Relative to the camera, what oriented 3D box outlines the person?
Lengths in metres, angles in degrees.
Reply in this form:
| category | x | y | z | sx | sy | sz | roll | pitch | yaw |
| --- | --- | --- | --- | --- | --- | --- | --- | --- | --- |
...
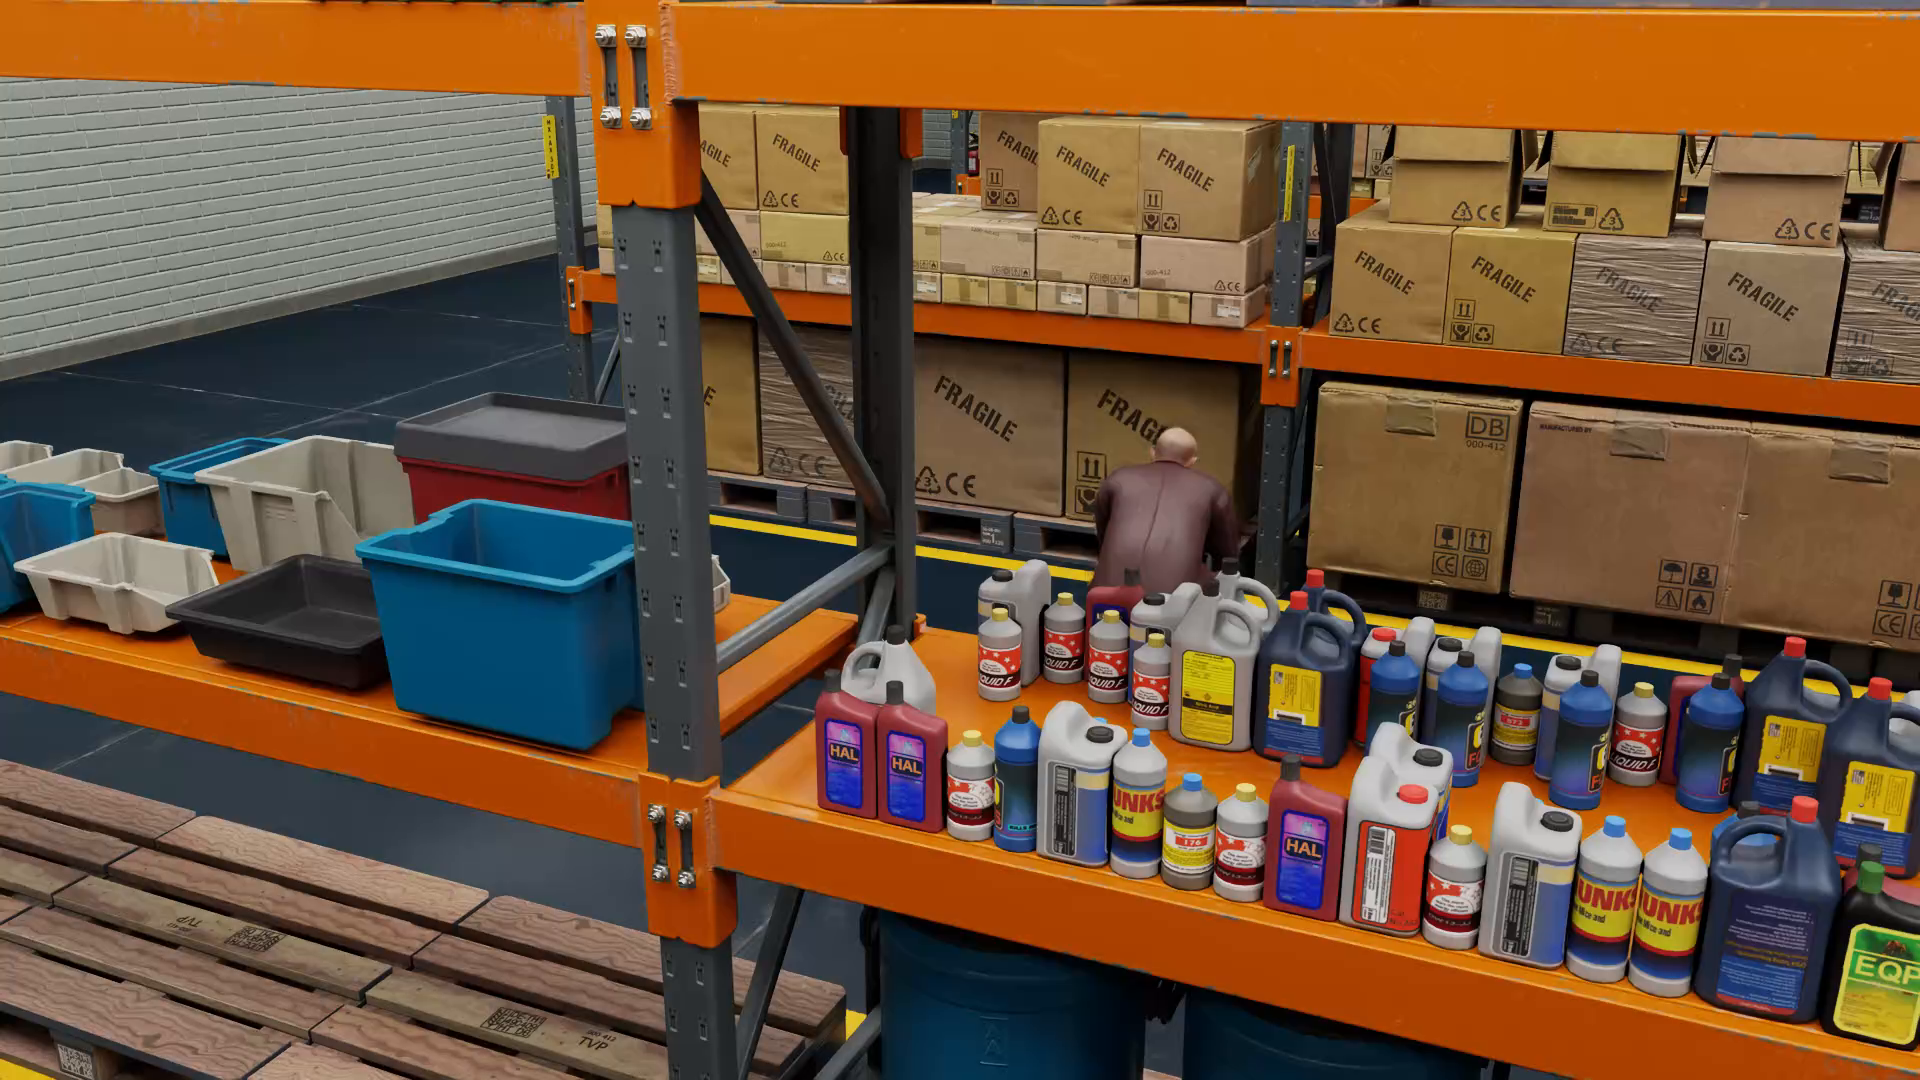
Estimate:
| category | x | y | z | sx | sy | sz | roll | pitch | yaw |
| --- | --- | --- | --- | --- | --- | --- | --- | --- | --- |
| person | 0.788 | 0.169 | 6.663 | 0.615 | 1.088 | 0.860 | 8 | 20 | 23 |
